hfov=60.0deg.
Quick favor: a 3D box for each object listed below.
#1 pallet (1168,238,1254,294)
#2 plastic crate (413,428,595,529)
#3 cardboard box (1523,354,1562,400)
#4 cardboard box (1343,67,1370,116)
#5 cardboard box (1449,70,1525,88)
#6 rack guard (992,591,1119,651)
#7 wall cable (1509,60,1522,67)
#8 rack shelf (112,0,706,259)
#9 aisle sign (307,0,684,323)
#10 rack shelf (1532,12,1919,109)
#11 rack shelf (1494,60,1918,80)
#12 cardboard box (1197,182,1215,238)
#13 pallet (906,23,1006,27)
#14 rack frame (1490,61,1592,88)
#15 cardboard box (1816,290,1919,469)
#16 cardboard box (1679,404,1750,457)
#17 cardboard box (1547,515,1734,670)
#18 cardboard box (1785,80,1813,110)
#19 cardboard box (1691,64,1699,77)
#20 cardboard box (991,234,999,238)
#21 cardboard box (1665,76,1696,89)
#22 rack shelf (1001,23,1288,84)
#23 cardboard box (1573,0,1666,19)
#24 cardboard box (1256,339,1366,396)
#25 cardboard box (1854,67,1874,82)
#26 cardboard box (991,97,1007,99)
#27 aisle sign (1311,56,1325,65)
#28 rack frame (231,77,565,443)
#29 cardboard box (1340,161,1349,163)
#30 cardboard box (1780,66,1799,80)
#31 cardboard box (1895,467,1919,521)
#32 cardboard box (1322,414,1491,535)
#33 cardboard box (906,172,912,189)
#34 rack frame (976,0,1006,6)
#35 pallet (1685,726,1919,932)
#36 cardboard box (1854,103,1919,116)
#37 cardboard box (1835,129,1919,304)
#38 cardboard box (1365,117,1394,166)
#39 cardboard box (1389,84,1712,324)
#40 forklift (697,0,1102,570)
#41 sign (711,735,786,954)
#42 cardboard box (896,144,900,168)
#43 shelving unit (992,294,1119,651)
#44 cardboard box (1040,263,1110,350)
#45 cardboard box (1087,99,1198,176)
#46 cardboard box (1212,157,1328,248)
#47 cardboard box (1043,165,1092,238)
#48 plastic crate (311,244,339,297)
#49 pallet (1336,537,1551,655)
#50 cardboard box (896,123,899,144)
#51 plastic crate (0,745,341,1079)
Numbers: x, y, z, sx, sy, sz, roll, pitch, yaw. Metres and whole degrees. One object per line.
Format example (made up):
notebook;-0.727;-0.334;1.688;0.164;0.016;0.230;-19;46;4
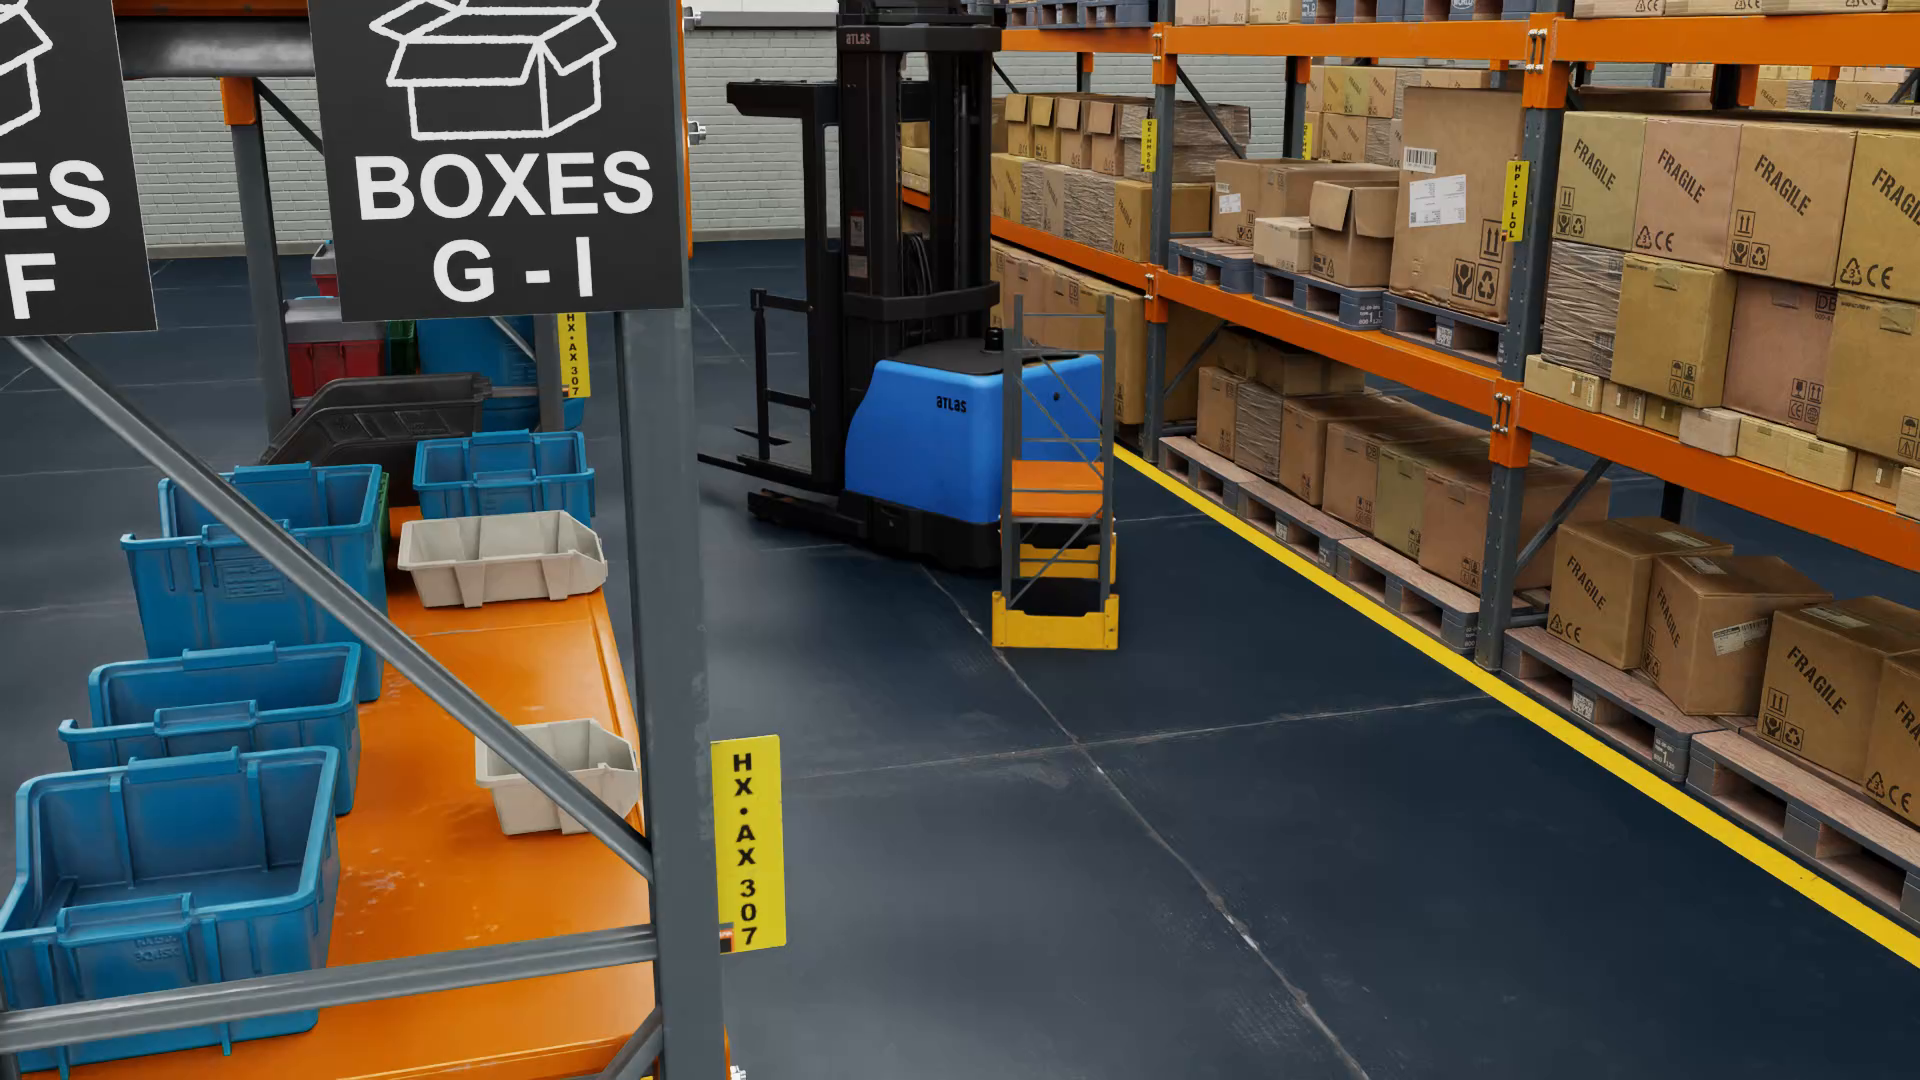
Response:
pallet;2.034;-1.720;10.298;1.213;0.211;1.003;-5;17;-15
plastic crate;-1.362;-0.147;4.985;0.499;0.251;0.616;-5;17;-15
cardboard box;2.605;-0.691;6.974;0.380;0.149;0.250;-5;17;-15
cardboard box;4.468;-4.817;17.845;0.500;0.500;0.500;-5;17;-16
cardboard box;5.044;-4.249;15.955;0.500;0.500;0.500;-5;18;-17
rack guard;0.443;0.376;7.764;0.587;0.250;0.087;1;17;4
wall cable;8.854;-7.157;26.298;0.588;1.984;0.122;-5;17;-15
rack shelf;-1.378;-1.042;3.742;1.077;0.370;4.000;-5;17;-15
aisle sign;-0.527;-0.645;1.865;0.394;0.787;0.004;-5;17;-15
rack shelf;3.384;-1.433;5.045;1.077;0.370;4.000;-5;17;-15
rack shelf;5.983;-4.010;13.625;1.077;0.370;4.000;-5;17;-15
cardboard box;1.864;-2.205;11.403;0.500;0.500;0.500;-4;17;-14
pallet;0.090;-5.065;16.041;1.003;0.211;1.213;-5;17;-15
rack frame;5.433;-3.471;15.794;1.000;3.000;0.127;-5;17;-15
cardboard box;3.335;-0.542;5.352;0.875;0.500;0.500;-5;17;-15
cardboard box;2.863;-0.413;6.049;0.380;0.149;0.250;-5;17;-15
cardboard box;2.906;0.216;7.135;0.500;0.500;0.500;-5;18;-17
cardboard box;9.489;-4.807;18.329;0.500;0.500;0.500;-4;17;-15
cardboard box;9.037;-5.647;20.000;0.380;0.149;0.250;-4;17;-14
cardboard box;0.532;-2.480;15.456;0.875;0.875;0.875;-5;17;-15
cardboard box;8.923;-5.368;20.198;0.500;0.500;0.500;-5;17;-16
rack shelf;1.186;-3.646;12.412;1.077;0.370;4.000;-5;17;-15
cardboard box;2.712;-2.114;6.323;0.500;0.250;0.500;-5;18;-17
cardboard box;2.104;-1.044;9.992;0.500;0.250;0.500;-3;17;-9
cardboard box;9.747;-4.939;17.642;0.380;0.149;0.250;-5;17;-15
cardboard box;0.475;-3.970;15.895;0.500;0.500;0.500;-5;18;-17
aisle sign;4.025;-5.819;19.092;0.394;0.787;0.004;-5;17;-15
rack frame;-1.927;-0.503;5.911;1.000;3.000;0.127;-5;17;-15
cardboard box;4.443;-4.135;18.441;0.380;0.149;0.250;-4;17;-13
cardboard box;9.402;-5.213;18.555;0.380;0.149;0.250;-5;17;-15
cardboard box;3.144;-0.137;5.130;0.380;0.149;0.250;-5;17;-15
cardboard box;2.420;-0.367;9.042;0.700;0.500;0.500;-6;18;-20
cardboard box;-0.327;-3.613;16.704;0.380;0.149;0.250;-5;17;-16
rack frame;0.636;-5.980;13.719;1.000;3.000;0.127;-5;17;-15
pallet;3.392;0.962;5.882;1.003;0.211;1.213;-5;17;-15
cardboard box;6.646;-2.767;11.537;0.700;0.500;0.500;-5;17;-16
cardboard box;3.138;-1.005;5.155;0.500;0.500;0.500;-5;17;-15
cardboard box;4.632;-4.199;17.526;0.500;0.500;0.500;-5;17;-17
cardboard box;2.751;-1.614;7.837;1.000;1.000;1.000;-5;17;-15
forklift;-0.617;-1.585;9.634;3.031;2.935;1.130;15;23;41
sign;-0.298;0.429;2.329;0.100;0.325;0.005;-5;17;-15
cardboard box;-0.441;-3.987;17.254;0.500;0.250;0.500;-5;17;-16
shelving unit;0.483;-0.365;8.060;0.587;1.500;1.083;1;17;4
cardboard box;1.328;-1.624;12.608;1.225;0.875;0.875;-5;17;-15
cardboard box;1.374;-2.913;12.018;0.797;0.503;0.637;-4;17;-14
cardboard box;1.922;-2.103;10.337;0.500;0.500;0.500;-7;18;-22
cardboard box;0.946;-2.588;12.680;0.500;0.500;0.500;-4;17;-14
plastic crate;-2.877;-1.169;8.017;0.402;0.464;0.583;-5;17;-15
pallet;2.619;0.226;8.333;1.003;0.211;1.213;-5;17;-15
cardboard box;-0.453;-4.351;17.163;0.500;0.500;0.500;-5;17;-17
plastic crate;-1.253;0.560;2.632;0.499;0.251;0.616;-5;17;-15
